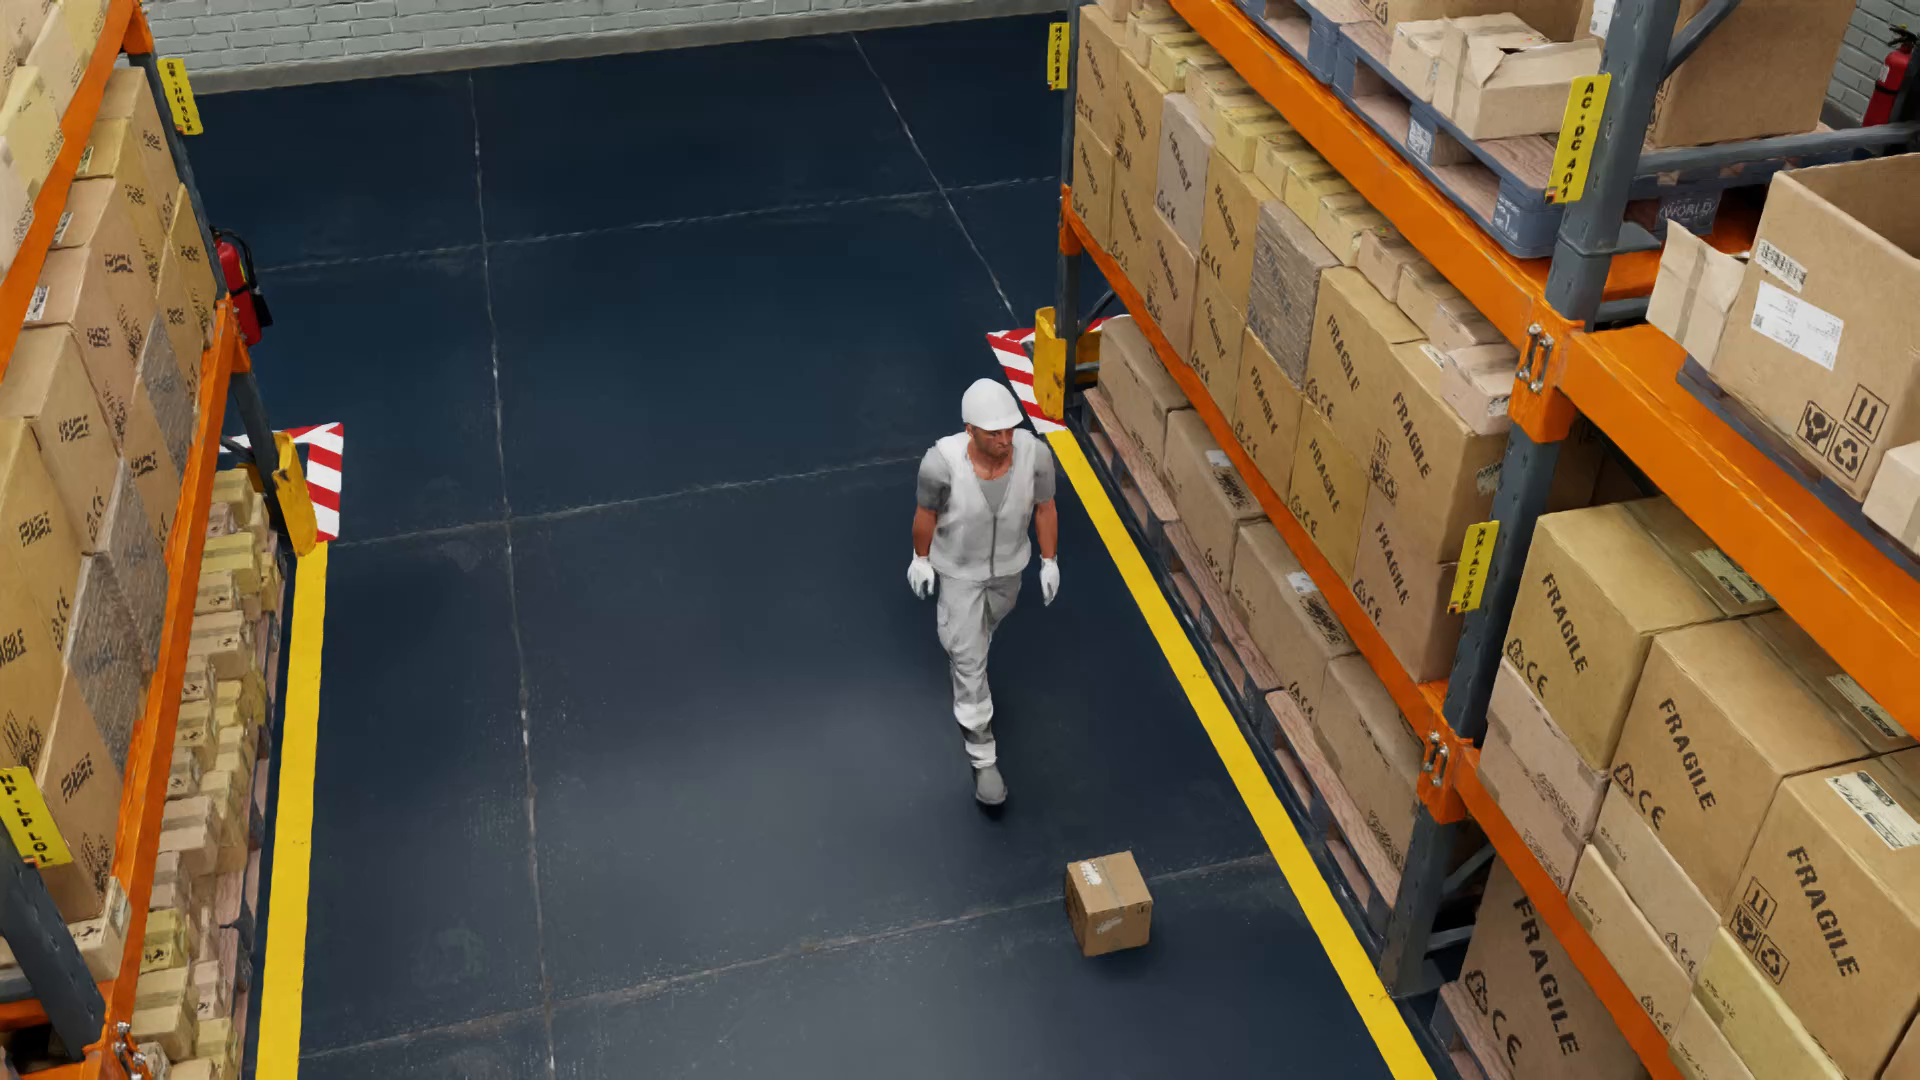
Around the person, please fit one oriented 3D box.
[{"bbox_3d":[0.132,0.145,6.499,0.570,1.751,0.888,-13,40,-16],"label":"person"}]
